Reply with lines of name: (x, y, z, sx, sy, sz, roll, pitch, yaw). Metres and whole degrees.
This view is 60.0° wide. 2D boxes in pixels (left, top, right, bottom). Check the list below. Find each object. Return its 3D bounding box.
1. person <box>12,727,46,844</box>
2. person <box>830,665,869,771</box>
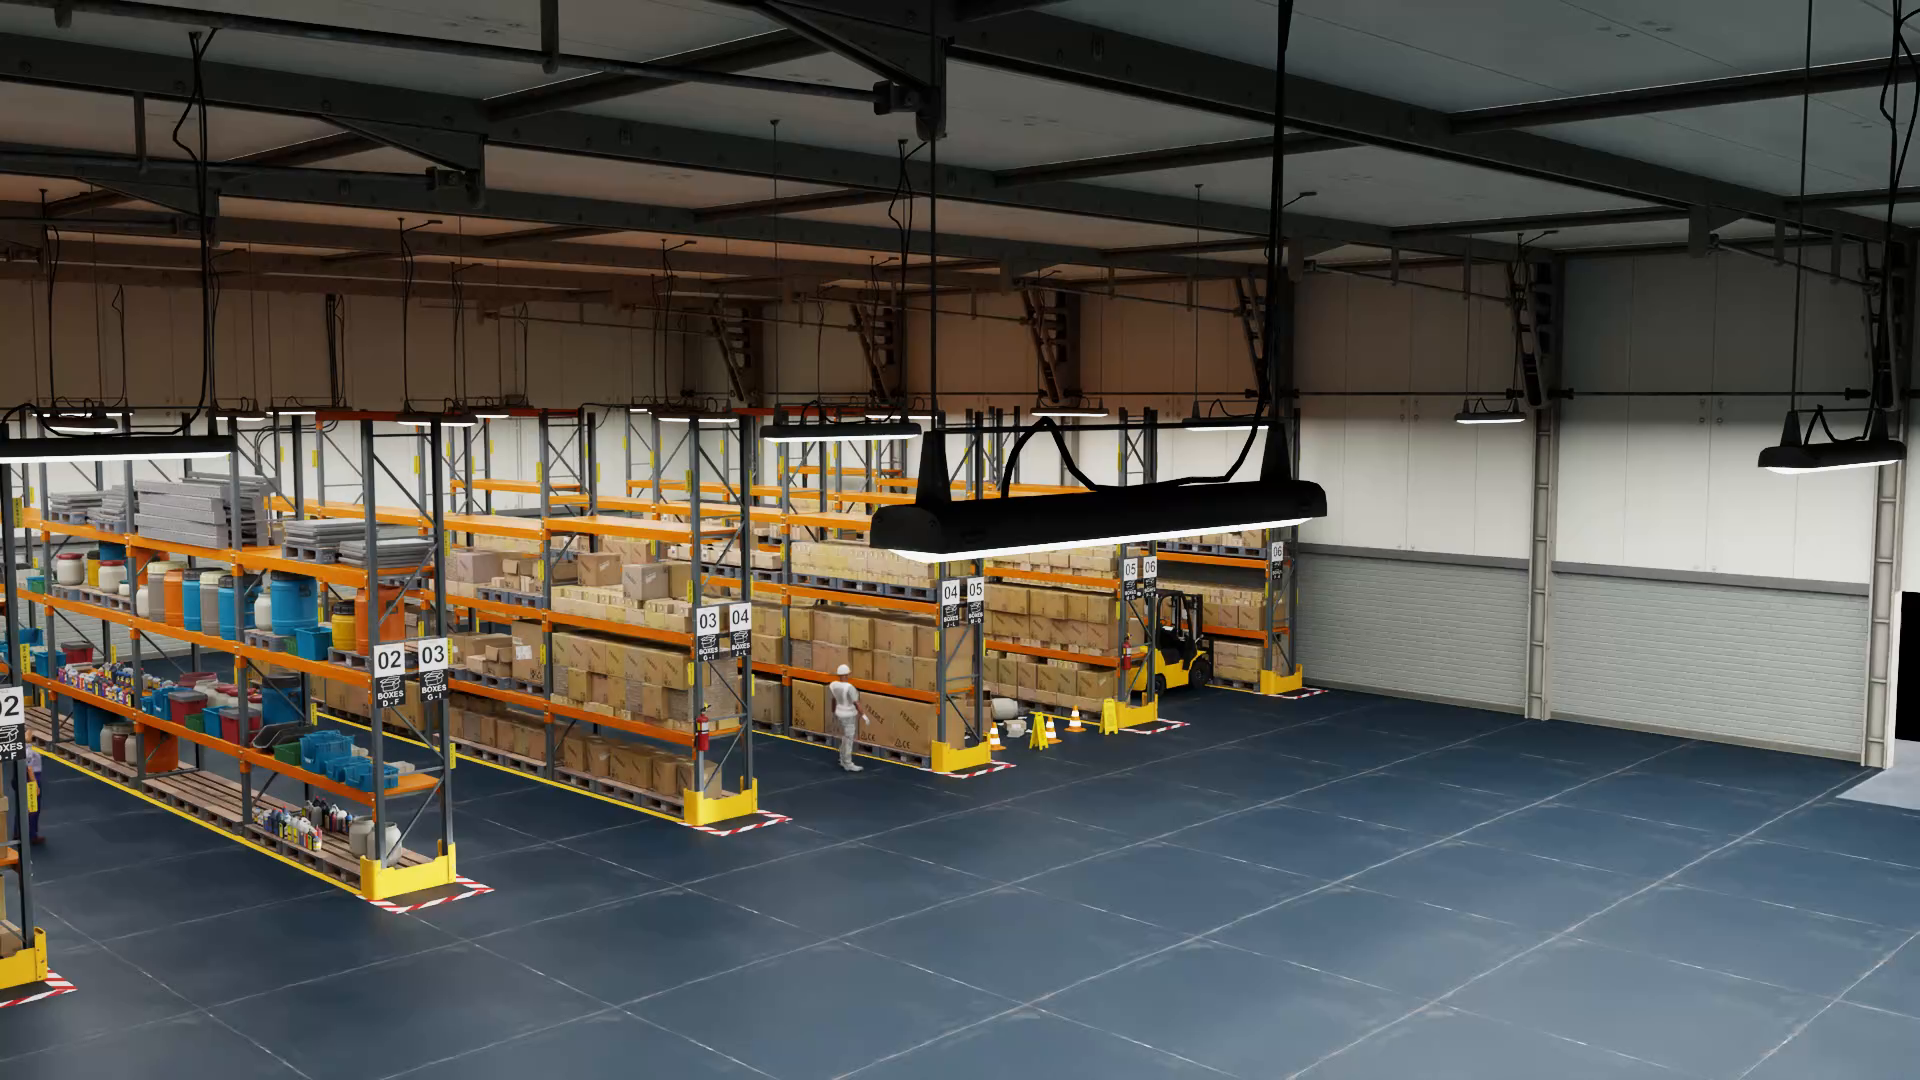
person: (-13.118, 3.451, 23.396, 0.533, 1.679, 0.345, 3, 6, 30)
person: (-1.866, 2.987, 27.885, 0.595, 1.833, 0.605, -2, 5, -22)
